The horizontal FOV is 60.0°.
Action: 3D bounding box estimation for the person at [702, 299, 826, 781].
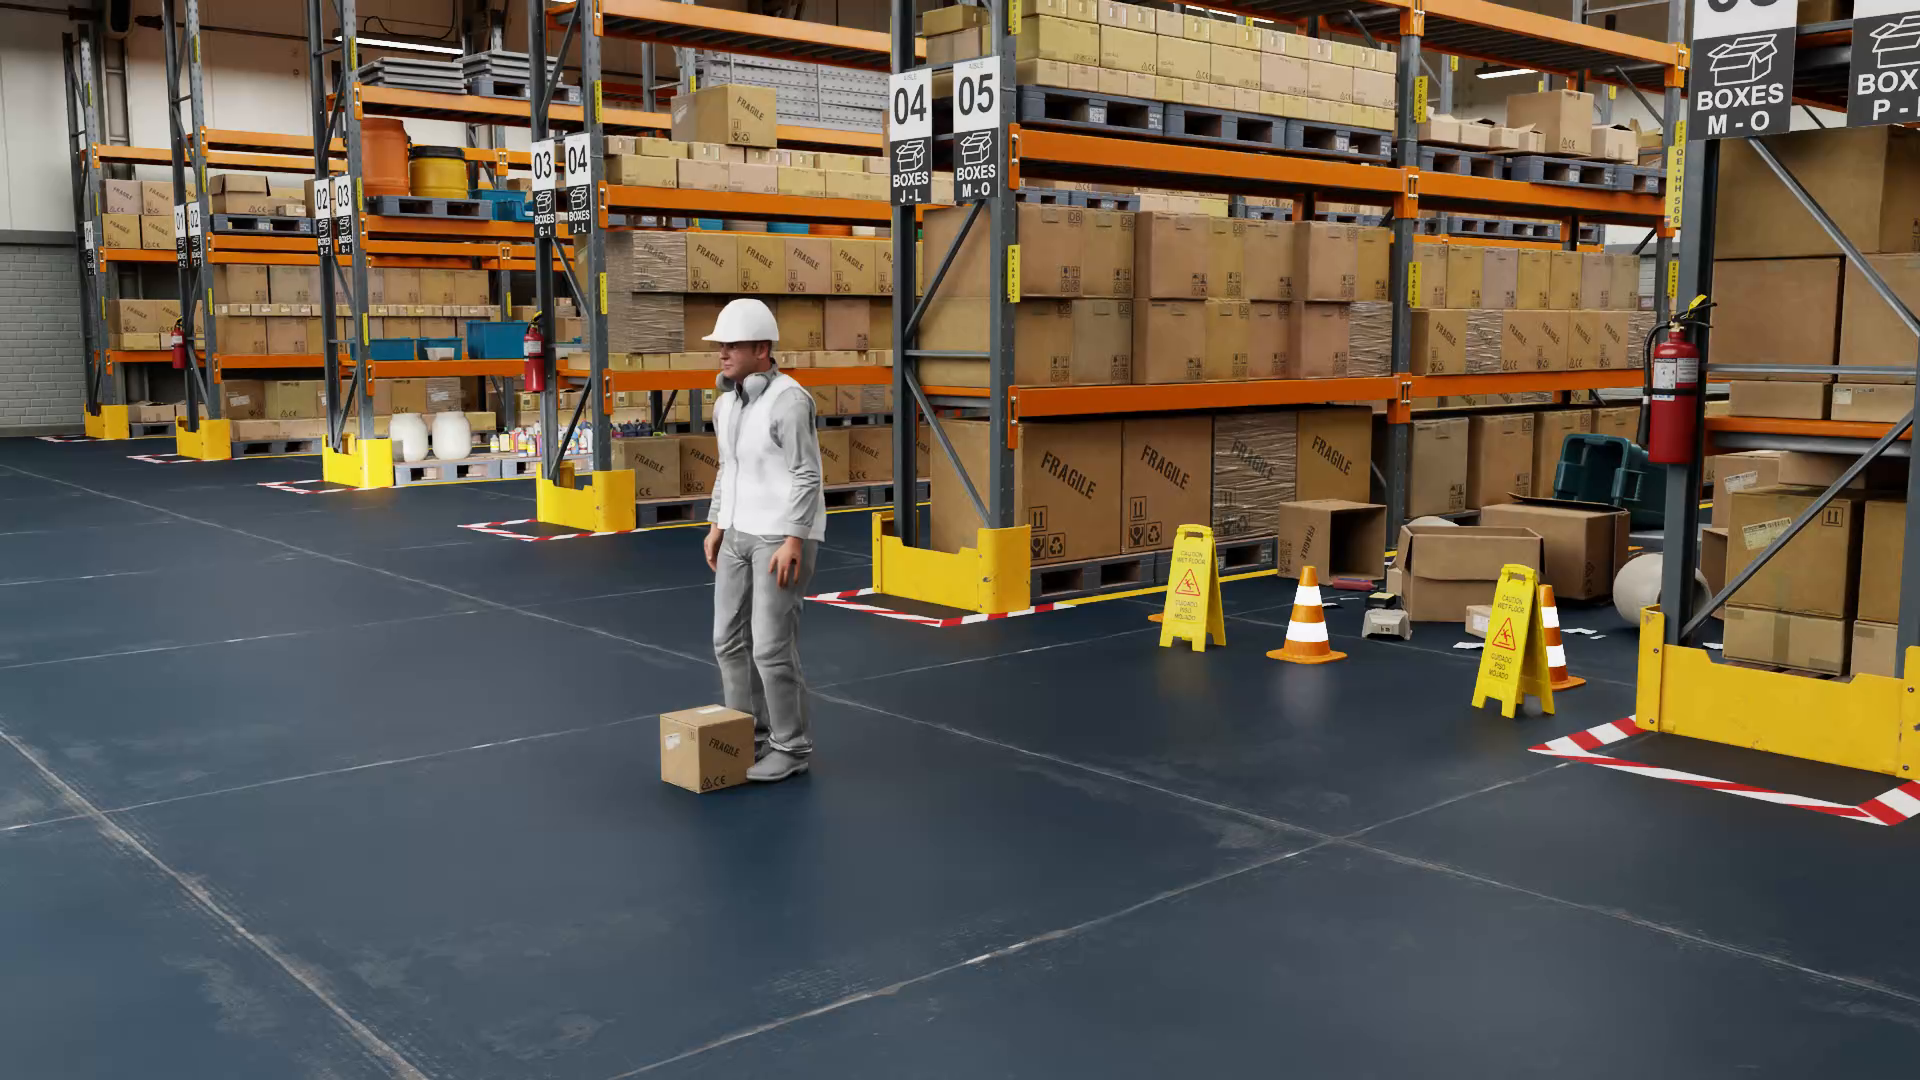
[{"bbox_3d":[-0.748,-0.008,6.232,0.461,1.772,0.580,-6,10,-41],"label":"person"}]
